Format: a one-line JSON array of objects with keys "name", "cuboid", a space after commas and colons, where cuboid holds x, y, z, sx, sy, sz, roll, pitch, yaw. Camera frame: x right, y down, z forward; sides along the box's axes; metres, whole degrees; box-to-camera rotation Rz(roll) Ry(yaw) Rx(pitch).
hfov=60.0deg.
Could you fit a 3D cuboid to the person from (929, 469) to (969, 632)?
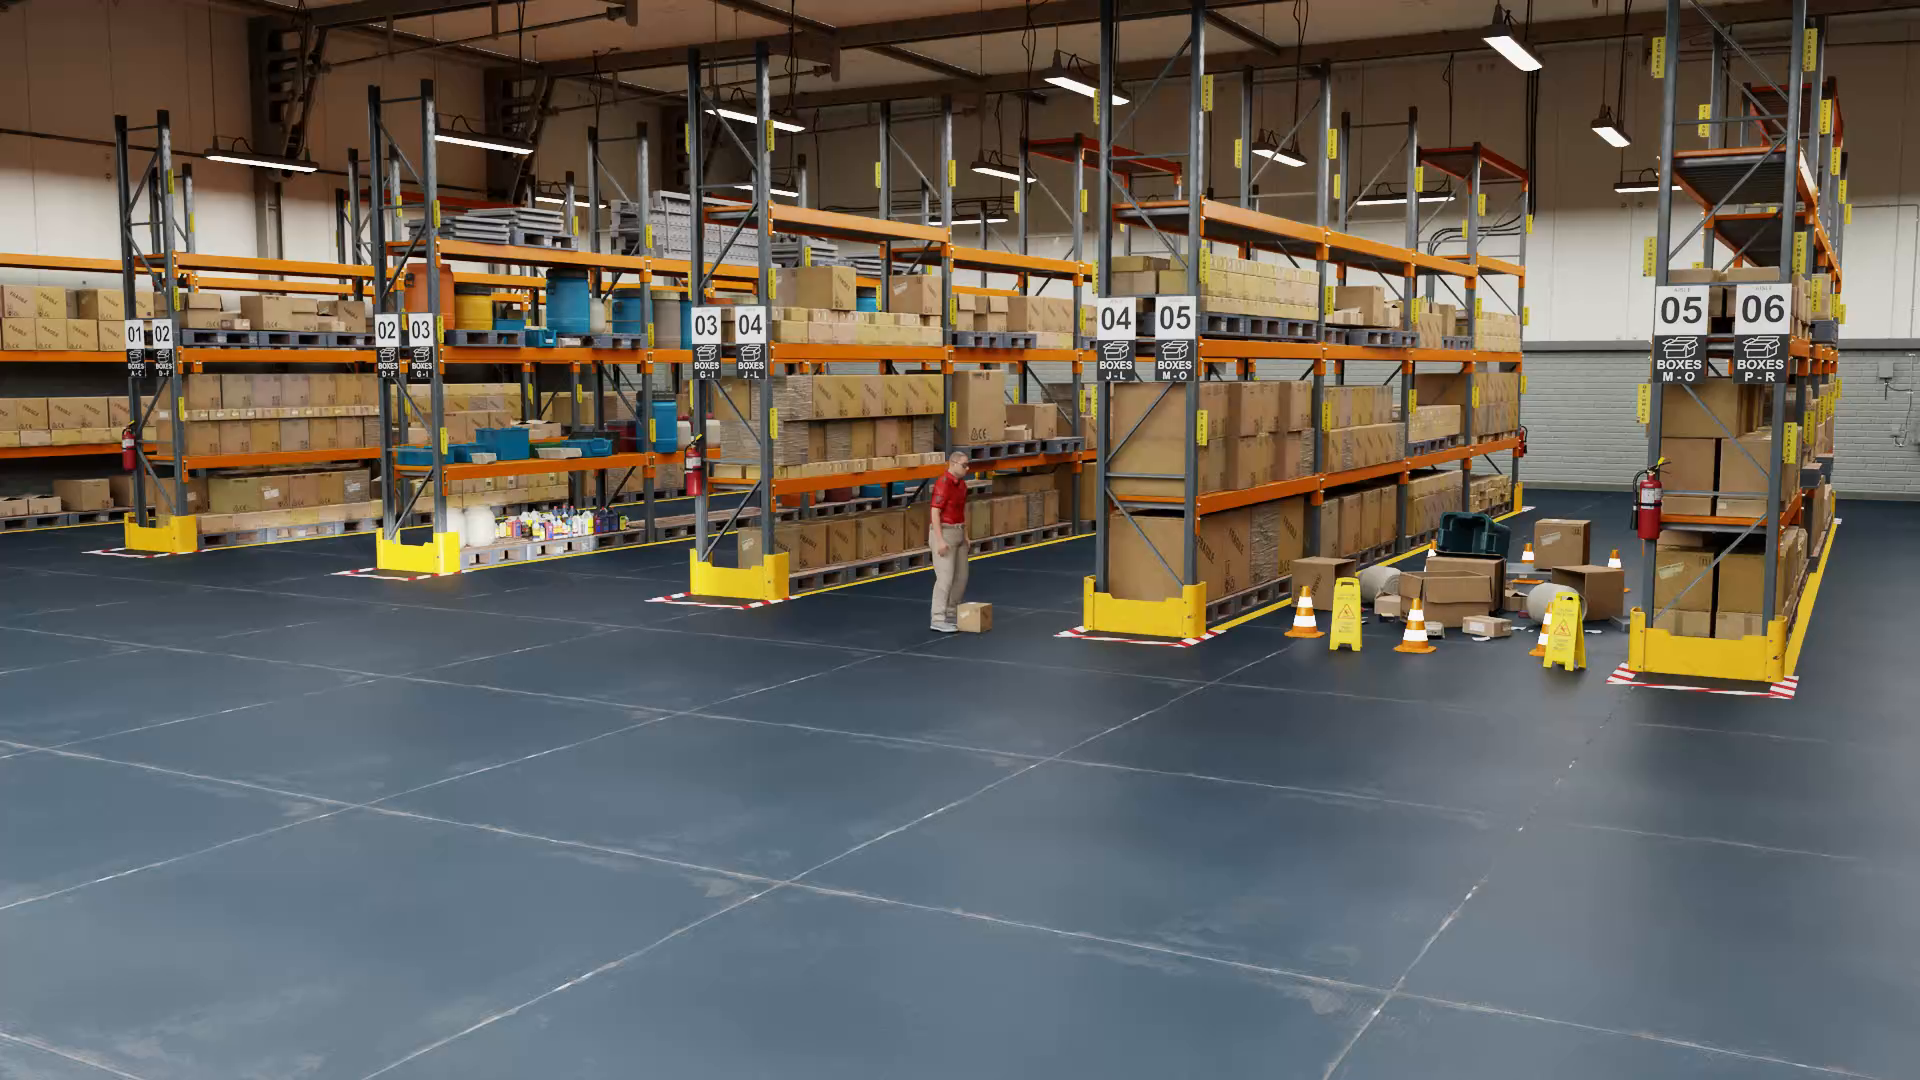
[{"name": "person", "cuboid": [-0.085, 0.088, 16.189, 0.388, 1.553, 0.577, 3, 7, 28]}]
